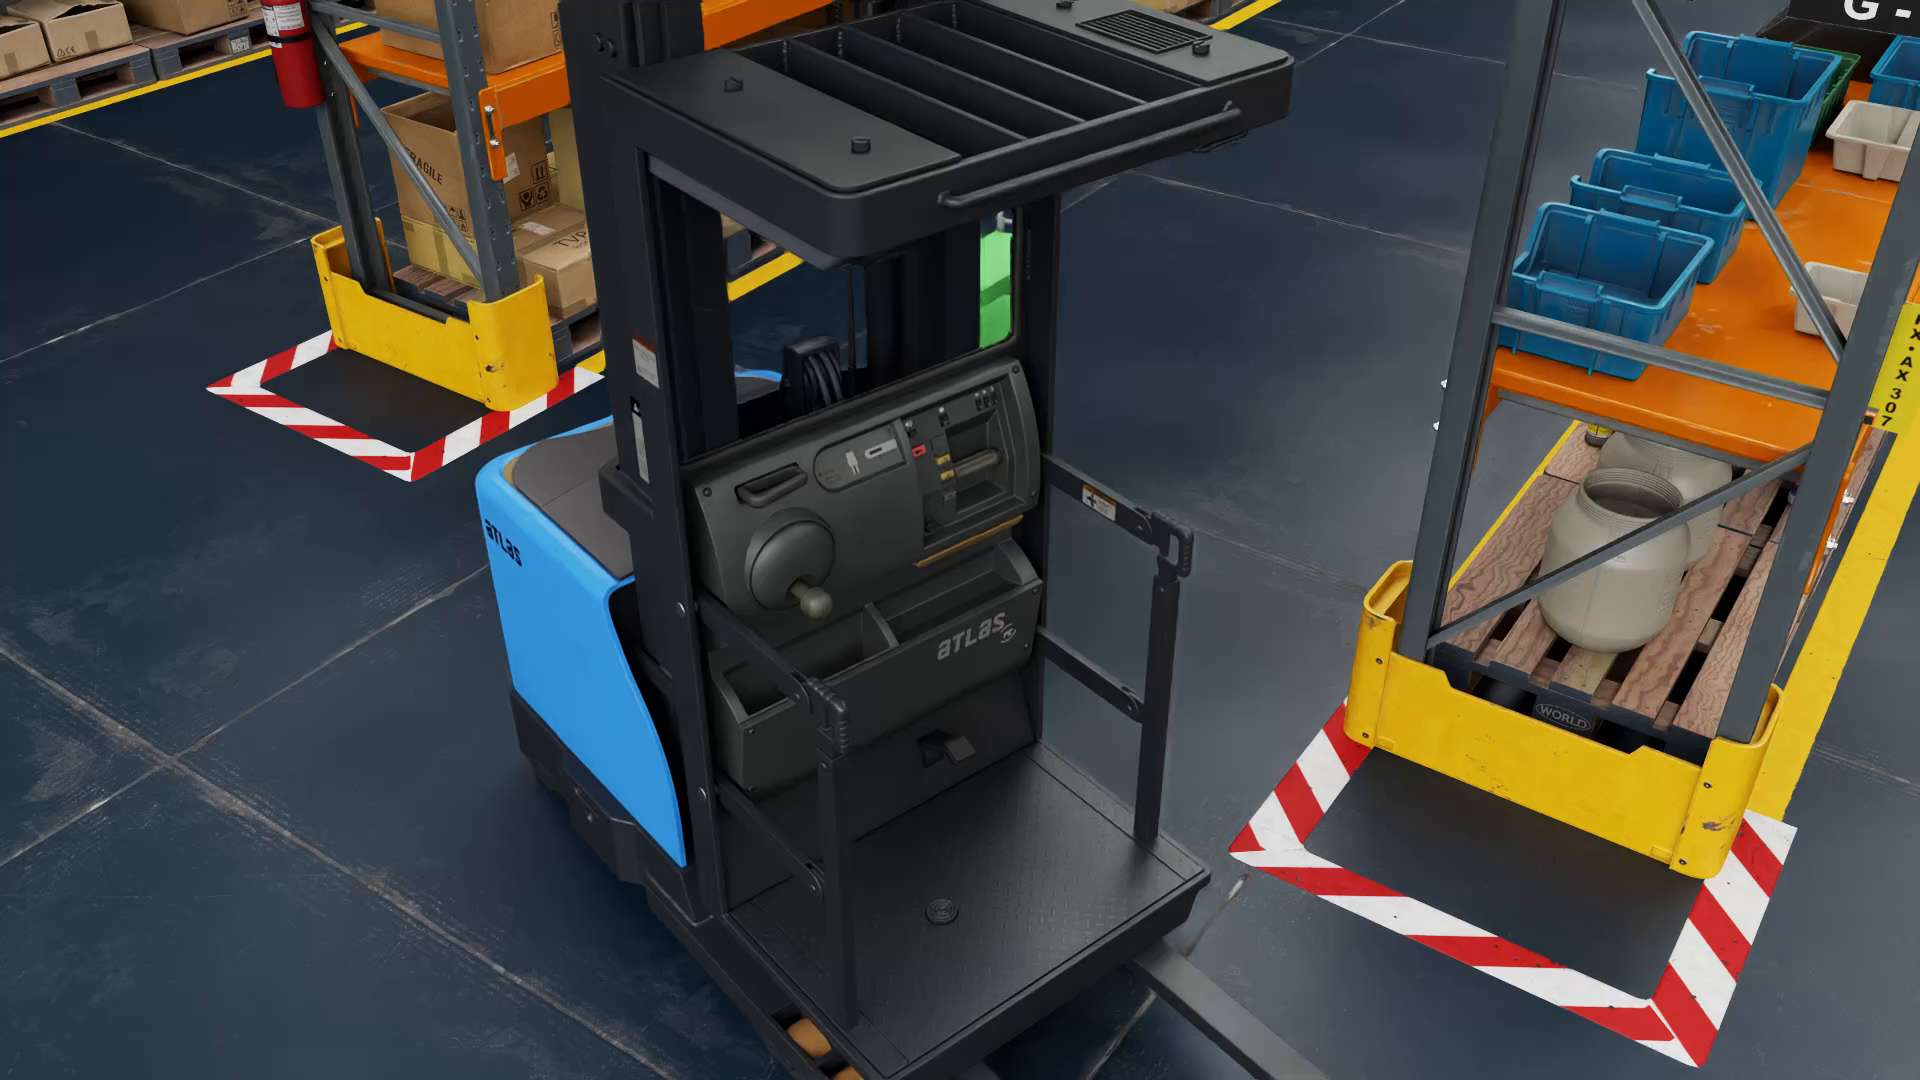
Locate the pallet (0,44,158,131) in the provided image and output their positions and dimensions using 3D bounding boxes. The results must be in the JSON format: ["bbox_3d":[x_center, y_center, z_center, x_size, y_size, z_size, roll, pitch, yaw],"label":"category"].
[{"bbox_3d":[-5.824,-2.872,10.308,1.003,0.211,1.213,21,39,28],"label":"pallet"}]

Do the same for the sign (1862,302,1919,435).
[{"bbox_3d":[2.229,-0.402,3.919,0.100,0.325,0.005,21,39,28],"label":"sign"}]

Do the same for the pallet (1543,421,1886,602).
[{"bbox_3d":[2.948,-0.291,6.492,1.003,0.211,1.213,21,39,28],"label":"pallet"}]

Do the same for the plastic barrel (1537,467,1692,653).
[{"bbox_3d":[2.092,0.065,5.323,0.421,0.512,0.421,0,34,0],"label":"plastic barrel"}]

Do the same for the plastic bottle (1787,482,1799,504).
[{"bbox_3d":[3.069,-0.252,5.987,0.097,0.271,0.097,0,34,0],"label":"plastic bottle"}]

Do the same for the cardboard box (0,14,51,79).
[{"bbox_3d":[-5.891,-2.987,9.997,0.500,0.311,0.500,17,37,23],"label":"cardboard box"}]

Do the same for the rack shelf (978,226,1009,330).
[{"bbox_3d":[0.094,-0.918,5.793,0.258,0.148,0.480,21,39,28],"label":"rack shelf"}]

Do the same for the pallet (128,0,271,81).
[{"bbox_3d":[-5.128,-3.431,11.135,1.003,0.211,1.213,21,39,28],"label":"pallet"}]

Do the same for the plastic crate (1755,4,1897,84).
[{"bbox_3d":[3.657,-2.080,6.703,0.767,0.338,0.504,21,39,28],"label":"plastic crate"}]

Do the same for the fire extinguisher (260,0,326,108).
[{"bbox_3d":[-2.737,-2.111,6.762,0.296,0.674,0.183,21,39,28],"label":"fire extinguisher"}]

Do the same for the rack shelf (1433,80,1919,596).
[{"bbox_3d":[2.920,-1.087,5.822,1.077,0.370,4.000,21,39,28],"label":"rack shelf"}]

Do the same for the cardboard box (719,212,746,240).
[{"bbox_3d":[-1.232,-1.721,8.196,0.500,0.250,0.500,21,39,28],"label":"cardboard box"}]

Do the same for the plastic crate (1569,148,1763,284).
[{"bbox_3d":[2.194,-1.026,5.222,0.499,0.251,0.408,21,39,28],"label":"plastic crate"}]

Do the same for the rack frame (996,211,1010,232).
[{"bbox_3d":[0.234,-0.685,6.193,0.240,1.200,0.015,21,39,28],"label":"rack frame"}]

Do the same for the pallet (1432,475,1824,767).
[{"bbox_3d":[2.252,0.268,5.665,1.003,0.211,1.213,21,39,28],"label":"pallet"}]

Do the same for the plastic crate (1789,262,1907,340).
[{"bbox_3d":[2.554,-0.665,4.790,0.298,0.136,0.250,21,39,28],"label":"plastic crate"}]

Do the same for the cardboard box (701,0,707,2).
[{"bbox_3d":[-1.428,-2.771,7.580,0.700,0.500,0.500,22,40,28],"label":"cardboard box"}]

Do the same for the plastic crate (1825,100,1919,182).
[{"bbox_3d":[3.342,-1.368,5.831,0.530,0.136,0.437,21,39,28],"label":"plastic crate"}]

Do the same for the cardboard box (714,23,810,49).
[{"bbox_3d":[-0.942,-2.259,8.324,0.500,0.500,0.500,21,39,28],"label":"cardboard box"}]

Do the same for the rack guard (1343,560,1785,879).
[{"bbox_3d":[1.784,0.521,5.034,1.175,0.500,0.348,21,39,28],"label":"rack guard"}]

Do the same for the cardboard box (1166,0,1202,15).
[{"bbox_3d":[1.303,-3.739,11.181,0.500,0.250,0.500,22,40,29],"label":"cardboard box"}]

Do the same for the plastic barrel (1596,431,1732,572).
[{"bbox_3d":[2.378,-0.166,5.664,0.421,0.512,0.421,0,34,0],"label":"plastic barrel"}]

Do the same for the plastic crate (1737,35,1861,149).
[{"bbox_3d":[3.054,-1.683,6.251,0.450,0.188,0.662,21,39,28],"label":"plastic crate"}]

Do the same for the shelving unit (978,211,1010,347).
[{"bbox_3d":[0.094,-0.573,6.027,0.258,1.200,0.503,21,39,28],"label":"shelving unit"}]

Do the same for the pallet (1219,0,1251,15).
[{"bbox_3d":[1.772,-4.209,12.285,1.003,0.211,1.213,21,39,28],"label":"pallet"}]

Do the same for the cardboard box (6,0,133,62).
[{"bbox_3d":[-5.566,-3.250,10.385,0.500,0.311,0.500,25,41,32],"label":"cardboard box"}]

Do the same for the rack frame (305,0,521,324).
[{"bbox_3d":[-2.288,-2.049,6.602,1.000,3.000,0.127,21,39,28],"label":"rack frame"}]

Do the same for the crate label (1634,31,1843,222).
[{"bbox_3d":[2.607,-1.413,5.630,0.502,0.435,0.616,21,39,28],"label":"crate label"}]

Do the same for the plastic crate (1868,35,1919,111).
[{"bbox_3d":[3.652,-1.648,6.142,0.499,0.251,0.616,21,39,28],"label":"plastic crate"}]

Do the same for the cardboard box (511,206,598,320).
[{"bbox_3d":[-1.799,-1.259,7.514,0.500,0.250,0.500,21,39,28],"label":"cardboard box"}]

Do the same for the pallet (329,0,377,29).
[{"bbox_3d":[-4.433,-3.994,11.968,1.003,0.211,1.213,21,39,28],"label":"pallet"}]

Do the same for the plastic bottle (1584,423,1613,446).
[{"bbox_3d":[2.466,-0.473,6.377,0.097,0.201,0.097,0,34,0],"label":"plastic bottle"}]

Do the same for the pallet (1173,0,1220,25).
[{"bbox_3d":[1.076,-3.650,11.458,1.003,0.211,1.213,21,39,28],"label":"pallet"}]

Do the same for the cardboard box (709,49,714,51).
[{"bbox_3d":[-1.241,-2.035,7.992,0.500,0.500,0.500,21,39,28],"label":"cardboard box"}]

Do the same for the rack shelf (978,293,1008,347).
[{"bbox_3d":[0.094,-0.719,5.928,0.258,0.148,0.480,21,39,28],"label":"rack shelf"}]

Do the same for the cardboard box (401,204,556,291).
[{"bbox_3d":[-2.225,-1.425,7.759,0.500,0.250,0.500,21,39,28],"label":"cardboard box"}]

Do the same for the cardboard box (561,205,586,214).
[{"bbox_3d":[-1.517,-1.491,7.856,0.500,0.250,0.500,21,39,28],"label":"cardboard box"}]

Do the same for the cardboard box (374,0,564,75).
[{"bbox_3d":[-2.011,-2.301,6.885,0.700,0.500,0.500,21,39,28],"label":"cardboard box"}]

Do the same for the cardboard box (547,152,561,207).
[{"bbox_3d":[-1.950,-1.659,8.105,0.500,0.250,0.500,21,39,28],"label":"cardboard box"}]

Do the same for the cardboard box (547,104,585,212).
[{"bbox_3d":[-1.516,-1.801,7.645,0.500,0.500,0.500,21,39,28],"label":"cardboard box"}]

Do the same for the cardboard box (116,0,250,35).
[{"bbox_3d":[-5.107,-3.650,10.808,0.700,0.500,0.500,19,38,25],"label":"cardboard box"}]

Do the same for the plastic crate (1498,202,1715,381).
[{"bbox_3d":[1.819,-0.729,4.783,0.499,0.251,0.616,21,39,28],"label":"plastic crate"}]

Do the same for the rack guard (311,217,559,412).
[{"bbox_3d":[-2.302,-1.002,7.286,1.175,0.500,0.348,21,39,28],"label":"rack guard"}]

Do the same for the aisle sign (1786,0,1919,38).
[{"bbox_3d":[1.979,-1.415,3.344,0.394,0.787,0.004,21,39,28],"label":"aisle sign"}]

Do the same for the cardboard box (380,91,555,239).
[{"bbox_3d":[-2.227,-1.736,7.550,0.500,0.500,0.500,21,39,28],"label":"cardboard box"}]

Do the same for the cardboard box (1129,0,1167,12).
[{"bbox_3d":[1.012,-3.505,10.835,0.500,0.250,0.500,20,39,27],"label":"cardboard box"}]

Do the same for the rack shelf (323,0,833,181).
[{"bbox_3d":[-1.147,-2.671,8.164,1.077,0.370,4.000,21,39,28],"label":"rack shelf"}]

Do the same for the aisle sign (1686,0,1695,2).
[{"bbox_3d":[1.494,-1.603,3.623,0.394,0.787,0.004,21,39,28],"label":"aisle sign"}]

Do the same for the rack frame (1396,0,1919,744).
[{"bbox_3d":[1.779,-0.465,4.260,1.000,3.000,0.127,21,39,28],"label":"rack frame"}]

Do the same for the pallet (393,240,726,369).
[{"bbox_3d":[-1.886,-1.259,7.923,1.003,0.211,1.213,21,39,28],"label":"pallet"}]

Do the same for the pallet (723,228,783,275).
[{"bbox_3d":[-1.190,-1.818,8.750,1.003,0.211,1.213,21,39,28],"label":"pallet"}]

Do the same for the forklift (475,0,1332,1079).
[{"bbox_3d":[-0.055,-0.070,3.738,1.130,2.935,3.031,-25,41,-32],"label":"forklift"}]

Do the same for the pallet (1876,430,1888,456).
[{"bbox_3d":[3.643,-0.855,7.325,1.003,0.211,1.213,21,39,28],"label":"pallet"}]

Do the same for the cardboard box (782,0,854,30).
[{"bbox_3d":[-0.669,-2.494,8.671,0.500,0.500,0.500,21,39,28],"label":"cardboard box"}]

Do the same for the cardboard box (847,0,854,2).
[{"bbox_3d":[-0.387,-2.725,9.013,0.500,0.500,0.500,21,39,28],"label":"cardboard box"}]
